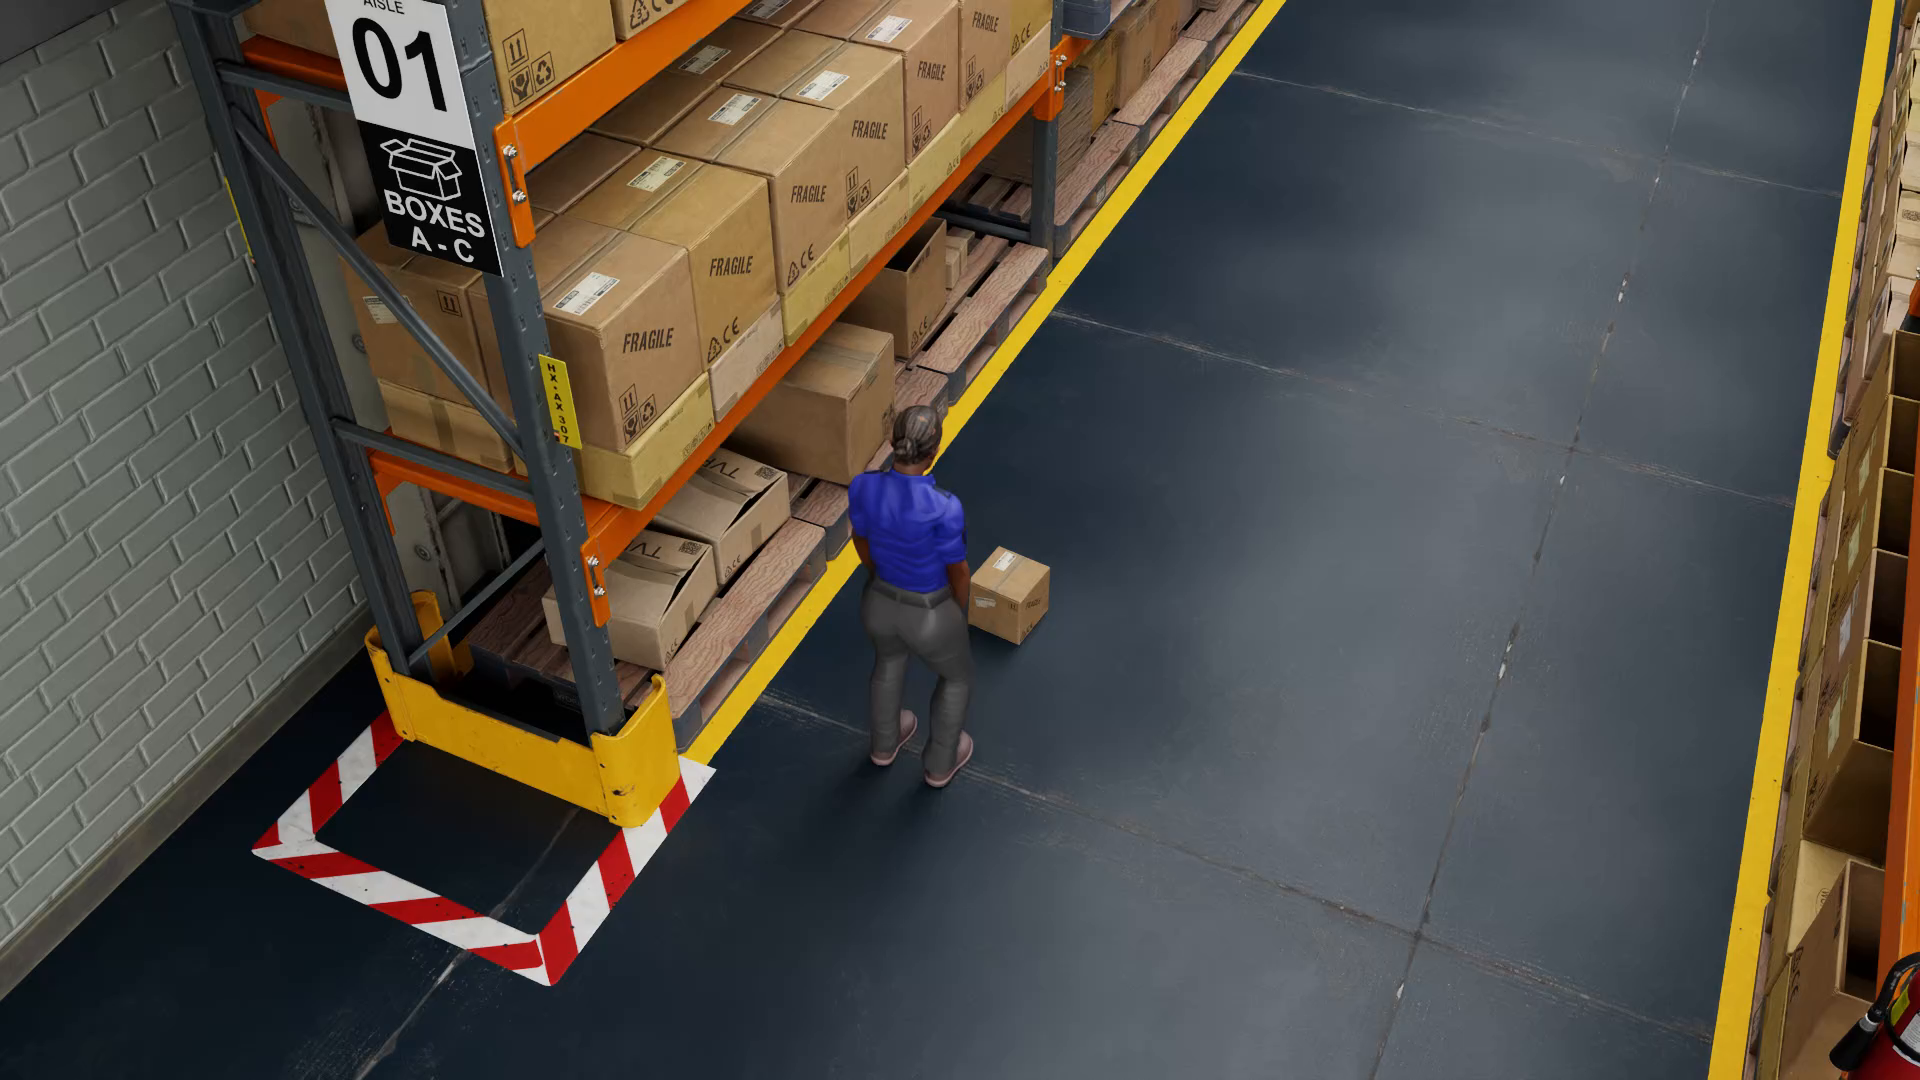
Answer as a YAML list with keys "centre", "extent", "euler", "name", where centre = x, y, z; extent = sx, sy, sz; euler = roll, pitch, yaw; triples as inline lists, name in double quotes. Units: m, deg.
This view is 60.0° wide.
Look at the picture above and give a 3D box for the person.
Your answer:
- centre: [-0.179, 0.226, 5.962]
  extent: [0.457, 1.610, 0.375]
  euler: [19, 45, 19]
  name: "person"
